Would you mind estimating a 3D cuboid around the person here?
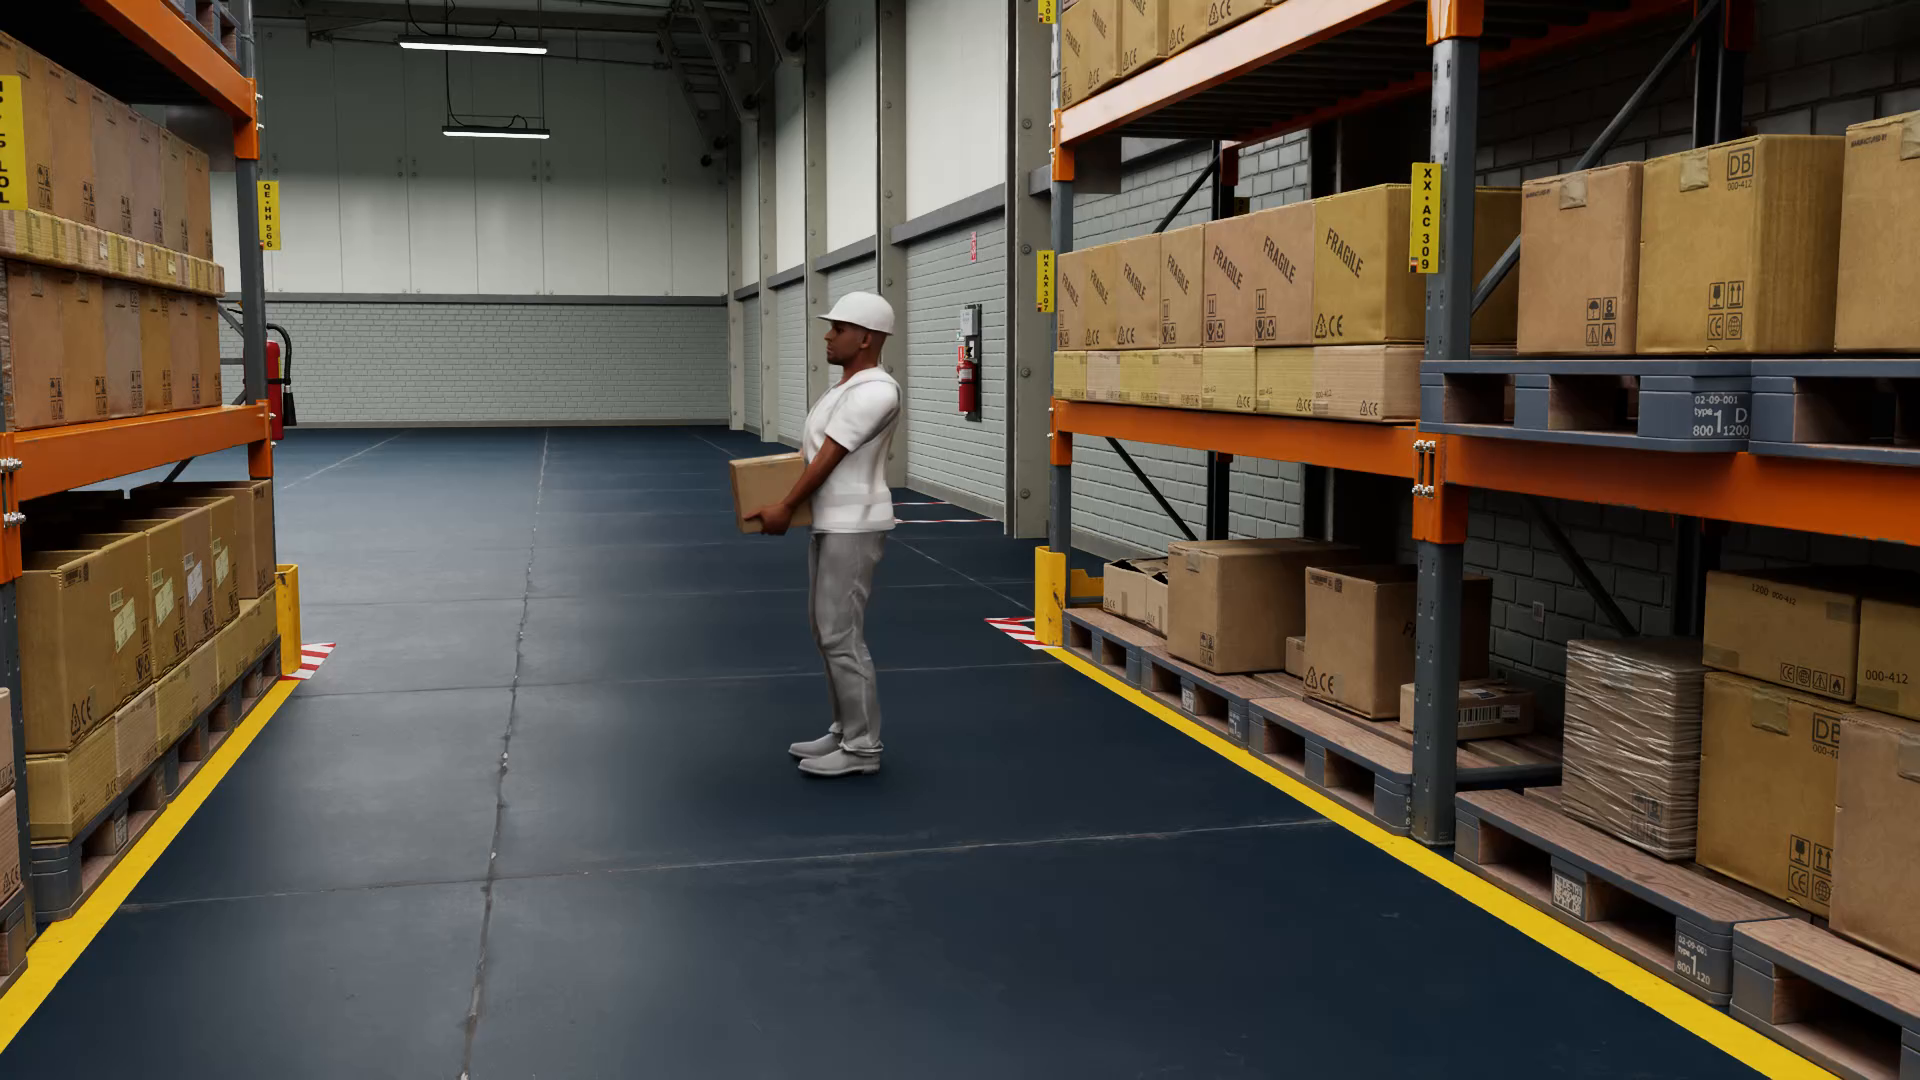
[{"bbox_3d":[-0.514,-0.026,6.113,0.586,1.760,0.503,-1,6,-13],"label":"person"}]
